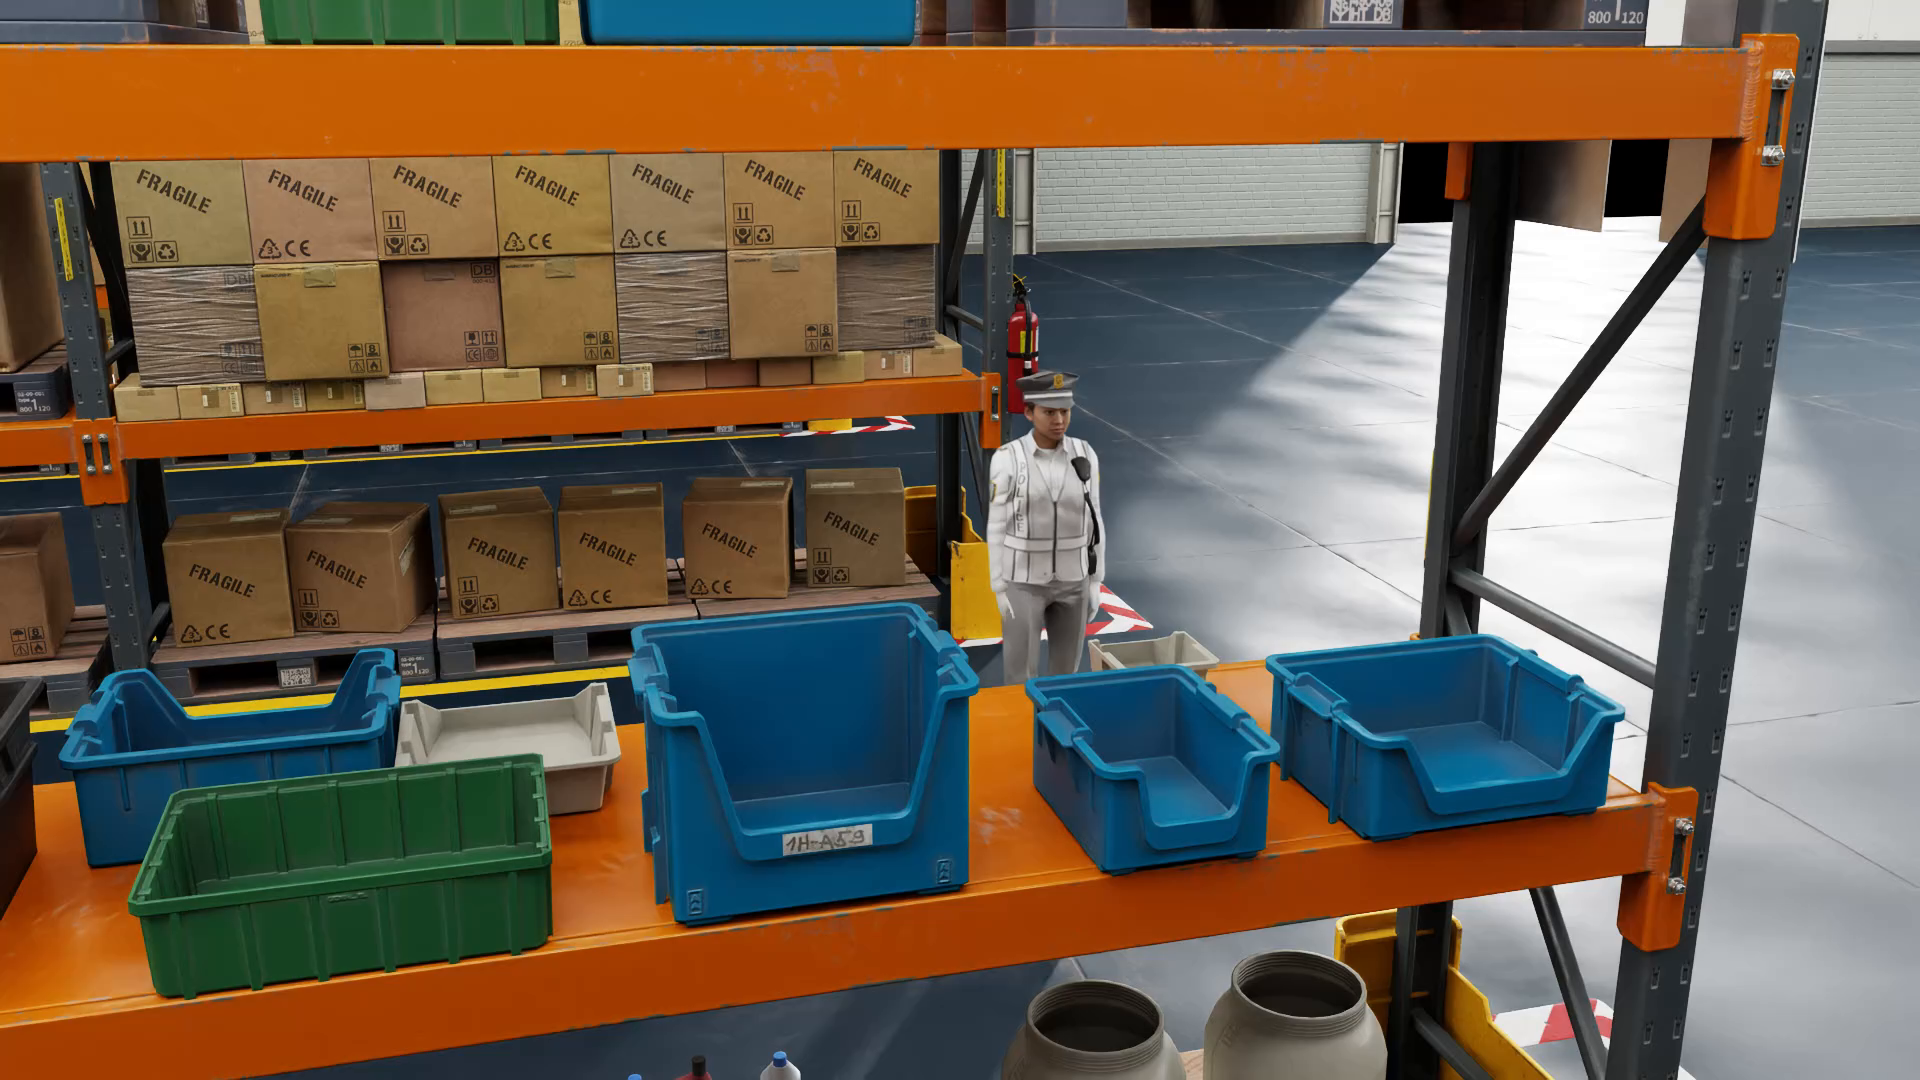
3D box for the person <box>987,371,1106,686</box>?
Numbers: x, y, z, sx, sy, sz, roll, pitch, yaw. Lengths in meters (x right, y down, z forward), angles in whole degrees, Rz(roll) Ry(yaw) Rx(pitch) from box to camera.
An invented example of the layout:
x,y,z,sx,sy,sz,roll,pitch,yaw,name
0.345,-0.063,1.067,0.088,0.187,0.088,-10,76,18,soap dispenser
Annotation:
x,y,z,sx,sy,sz,roll,pitch,yaw,name
0.339,0.182,6.401,0.466,1.699,0.391,-4,17,-14,person
